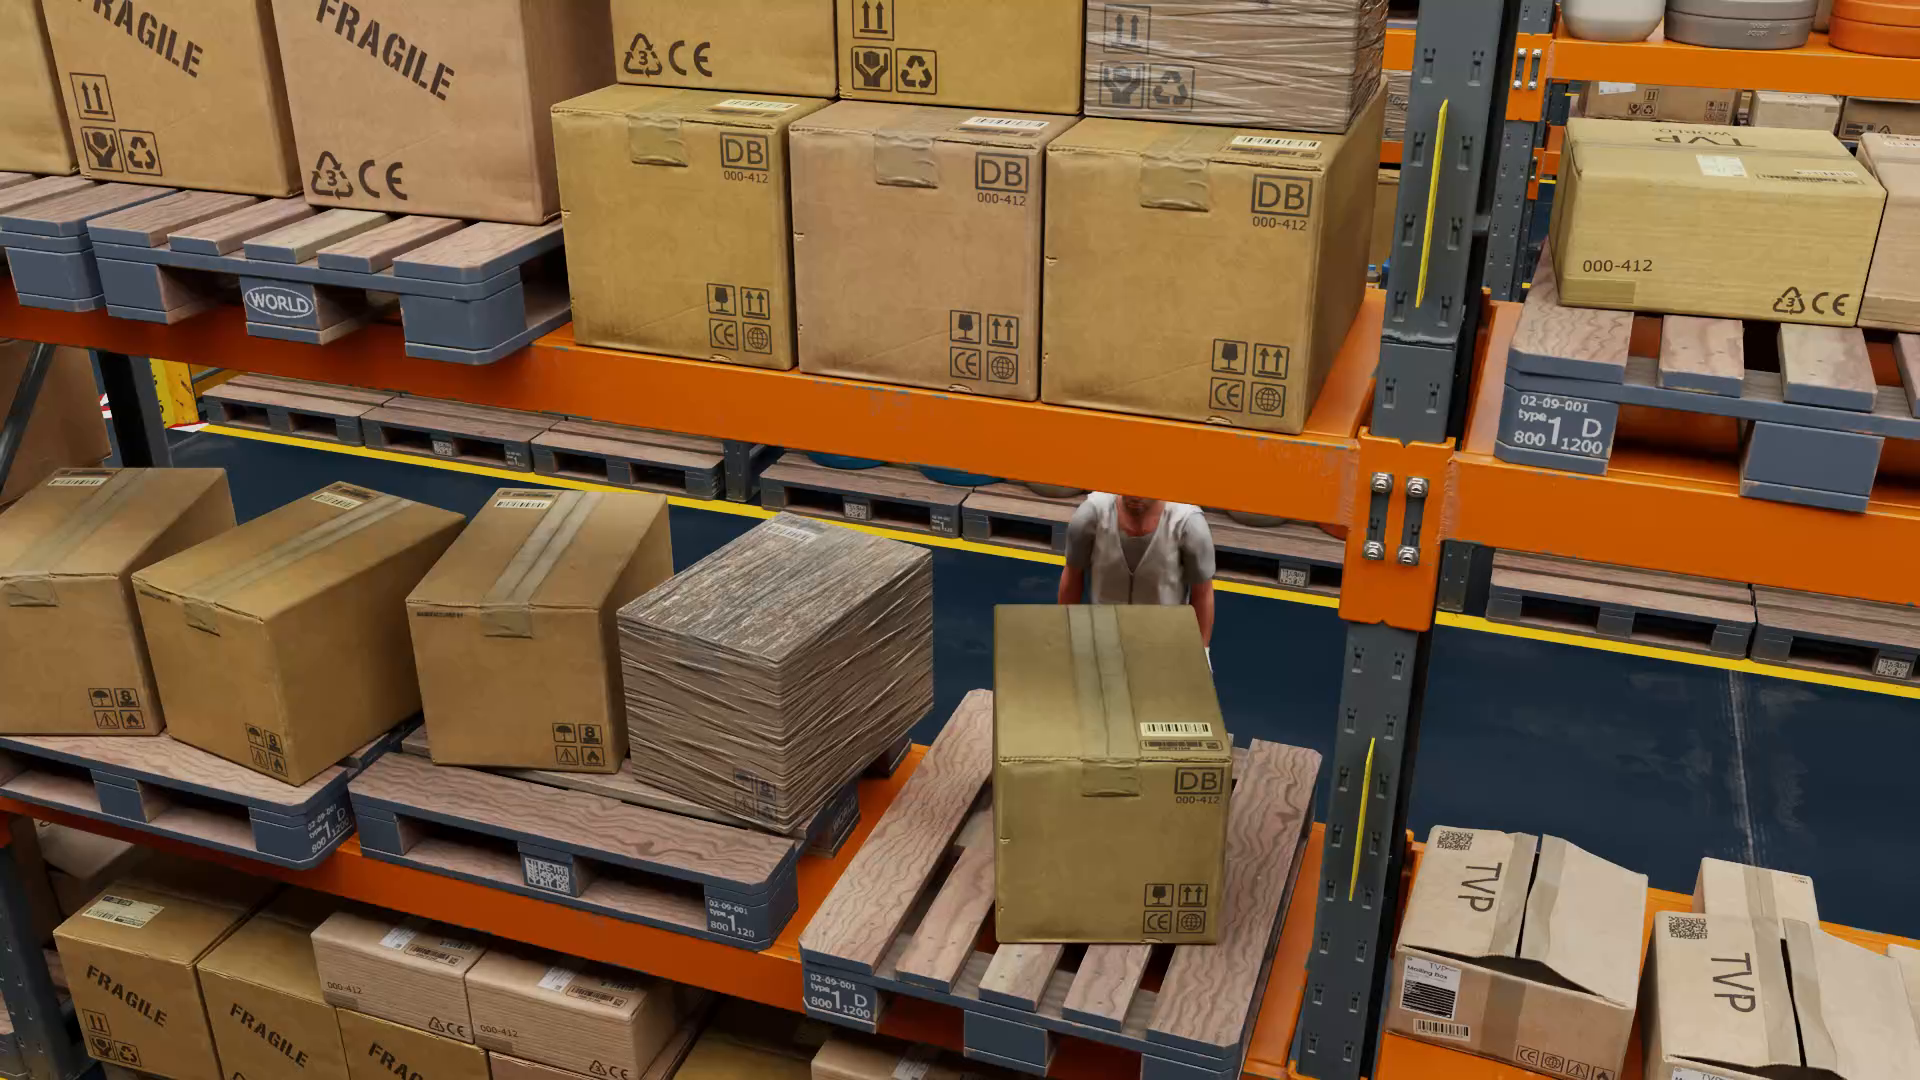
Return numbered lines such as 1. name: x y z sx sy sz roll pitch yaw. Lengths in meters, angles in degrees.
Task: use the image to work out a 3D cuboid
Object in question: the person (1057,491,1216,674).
1. person: 0.642 0.405 6.242 0.622 1.781 0.445 7 26 15
